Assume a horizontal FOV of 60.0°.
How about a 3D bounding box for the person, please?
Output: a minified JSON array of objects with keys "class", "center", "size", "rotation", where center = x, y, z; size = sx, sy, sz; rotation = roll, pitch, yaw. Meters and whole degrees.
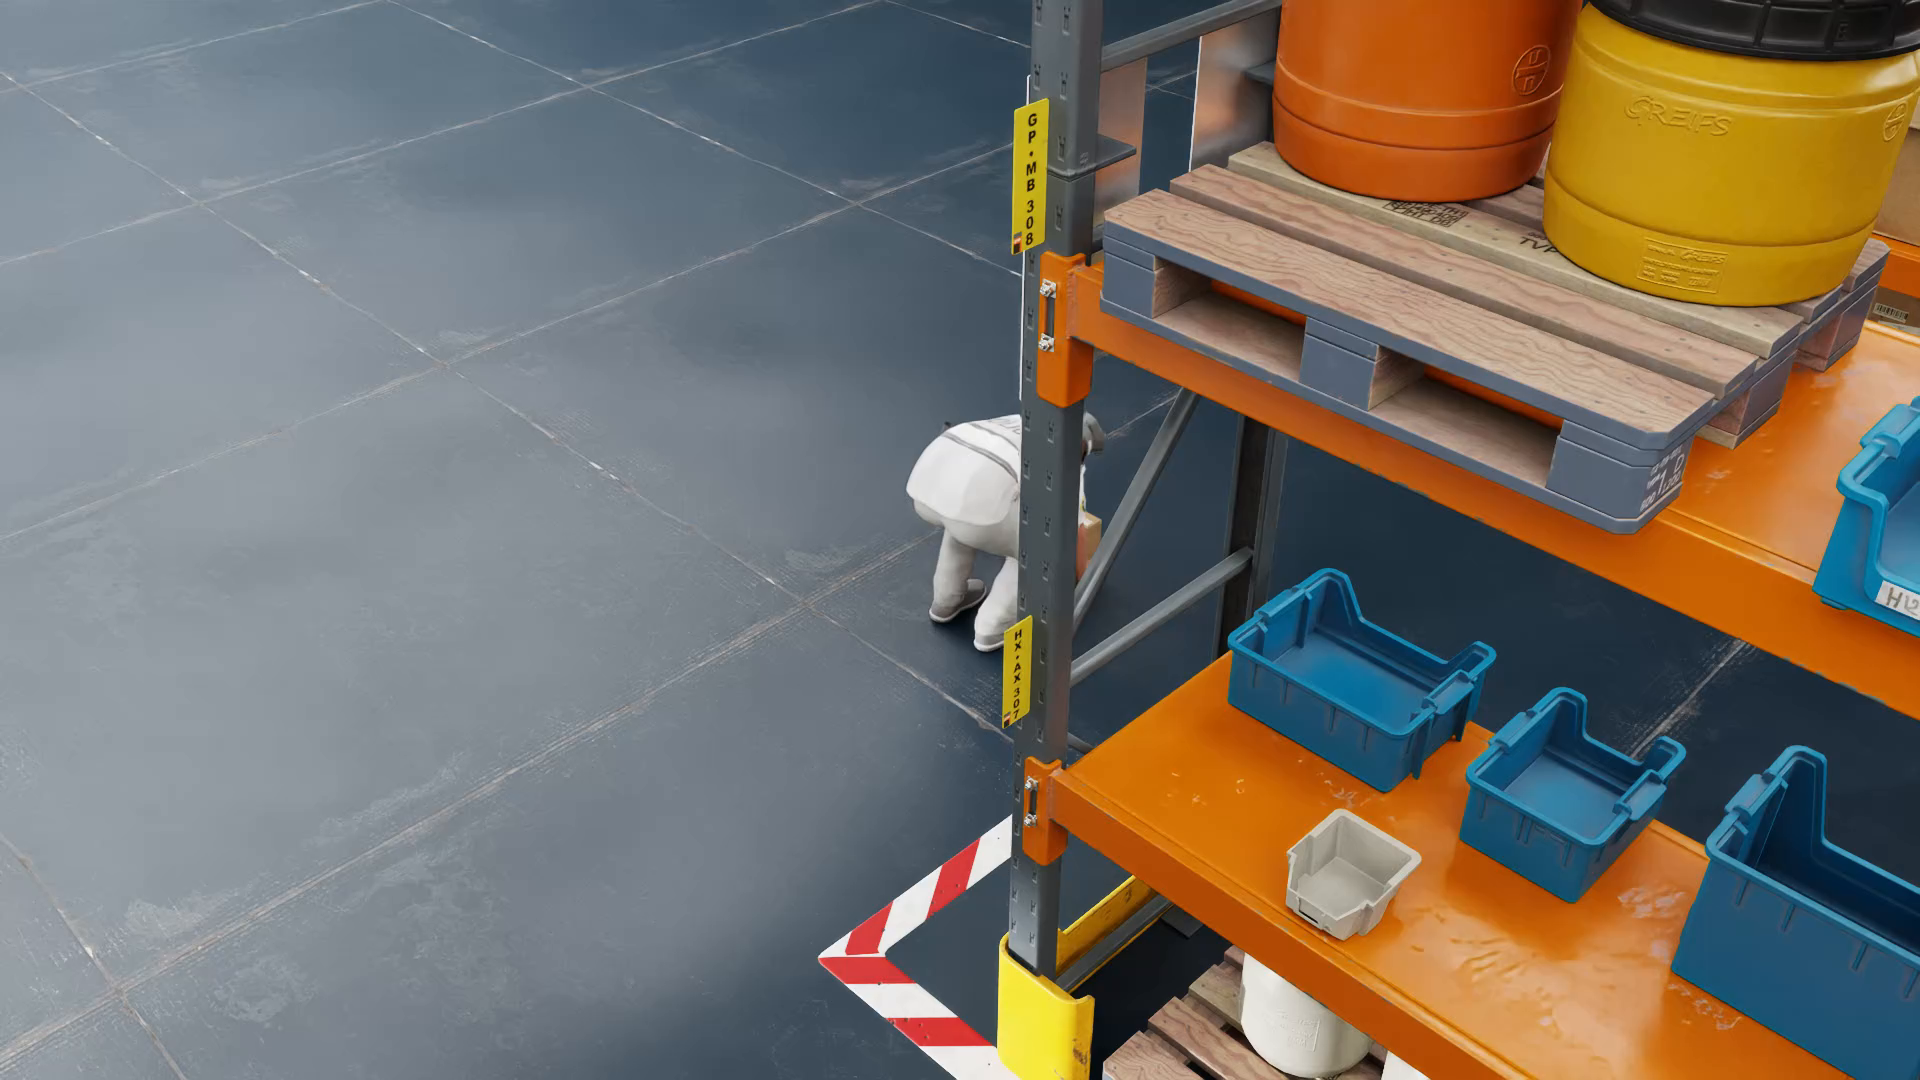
[{"class":"person","center":[0.220,-0.117,6.998],"size":[0.540,0.954,1.023],"rotation":[28,44,33]}]
